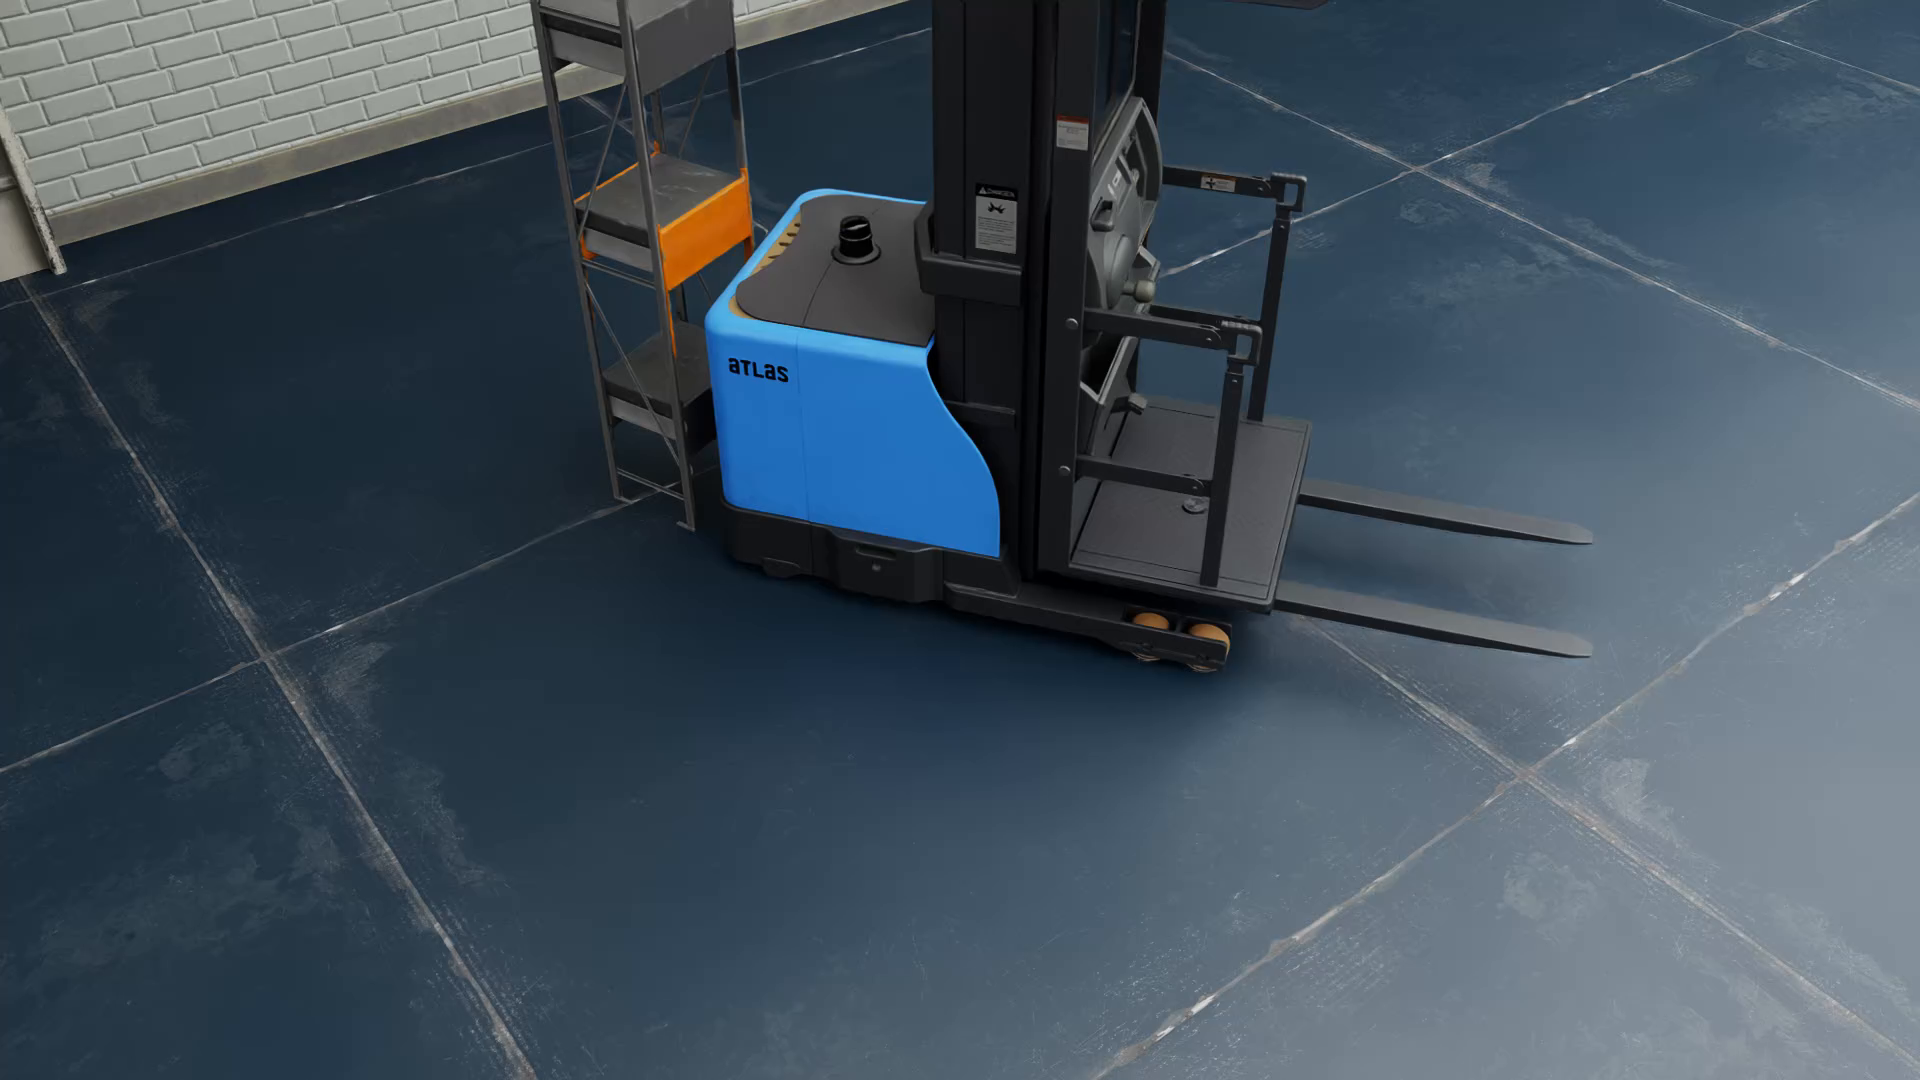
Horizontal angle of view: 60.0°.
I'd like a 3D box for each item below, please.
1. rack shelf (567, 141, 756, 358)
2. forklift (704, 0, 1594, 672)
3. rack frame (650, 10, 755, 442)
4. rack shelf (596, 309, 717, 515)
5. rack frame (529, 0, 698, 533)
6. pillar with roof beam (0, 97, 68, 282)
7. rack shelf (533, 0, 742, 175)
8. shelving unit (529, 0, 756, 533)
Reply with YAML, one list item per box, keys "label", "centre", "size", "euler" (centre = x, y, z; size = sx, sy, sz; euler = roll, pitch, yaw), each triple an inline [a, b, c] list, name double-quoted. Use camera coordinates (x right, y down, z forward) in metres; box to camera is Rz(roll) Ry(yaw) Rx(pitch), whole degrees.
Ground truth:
- label: "rack shelf"
  centre: [-1.040, -1.030, 5.870]
  size: [0.431, 0.518, 0.480]
  euler: [21, 44, 24]
- label: "forklift"
  centre: [0.712, -1.060, 5.231]
  size: [3.031, 2.935, 1.130]
  euler: [11, 41, 13]
- label: "rack frame"
  centre: [-0.912, -1.173, 6.022]
  size: [0.400, 2.100, 0.015]
  euler: [21, 44, 24]
- label: "rack shelf"
  centre: [-1.039, -0.490, 6.315]
  size: [0.431, 0.518, 0.480]
  euler: [21, 44, 24]
- label: "rack frame"
  centre: [-1.169, -0.908, 5.701]
  size: [0.400, 2.100, 0.015]
  euler: [21, 44, 24]
- label: "pillar with roof beam"
  centre: [-1.803, -2.572, 2.291]
  size: [0.400, 9.000, 9.100]
  euler: [-26, 46, -28]
- label: "rack shelf"
  centre: [-1.042, -1.570, 5.425]
  size: [0.431, 0.518, 0.480]
  euler: [21, 44, 24]
- label: "shelving unit"
  centre: [-1.040, -1.041, 5.862]
  size: [0.431, 2.100, 0.503]
  euler: [21, 44, 24]
